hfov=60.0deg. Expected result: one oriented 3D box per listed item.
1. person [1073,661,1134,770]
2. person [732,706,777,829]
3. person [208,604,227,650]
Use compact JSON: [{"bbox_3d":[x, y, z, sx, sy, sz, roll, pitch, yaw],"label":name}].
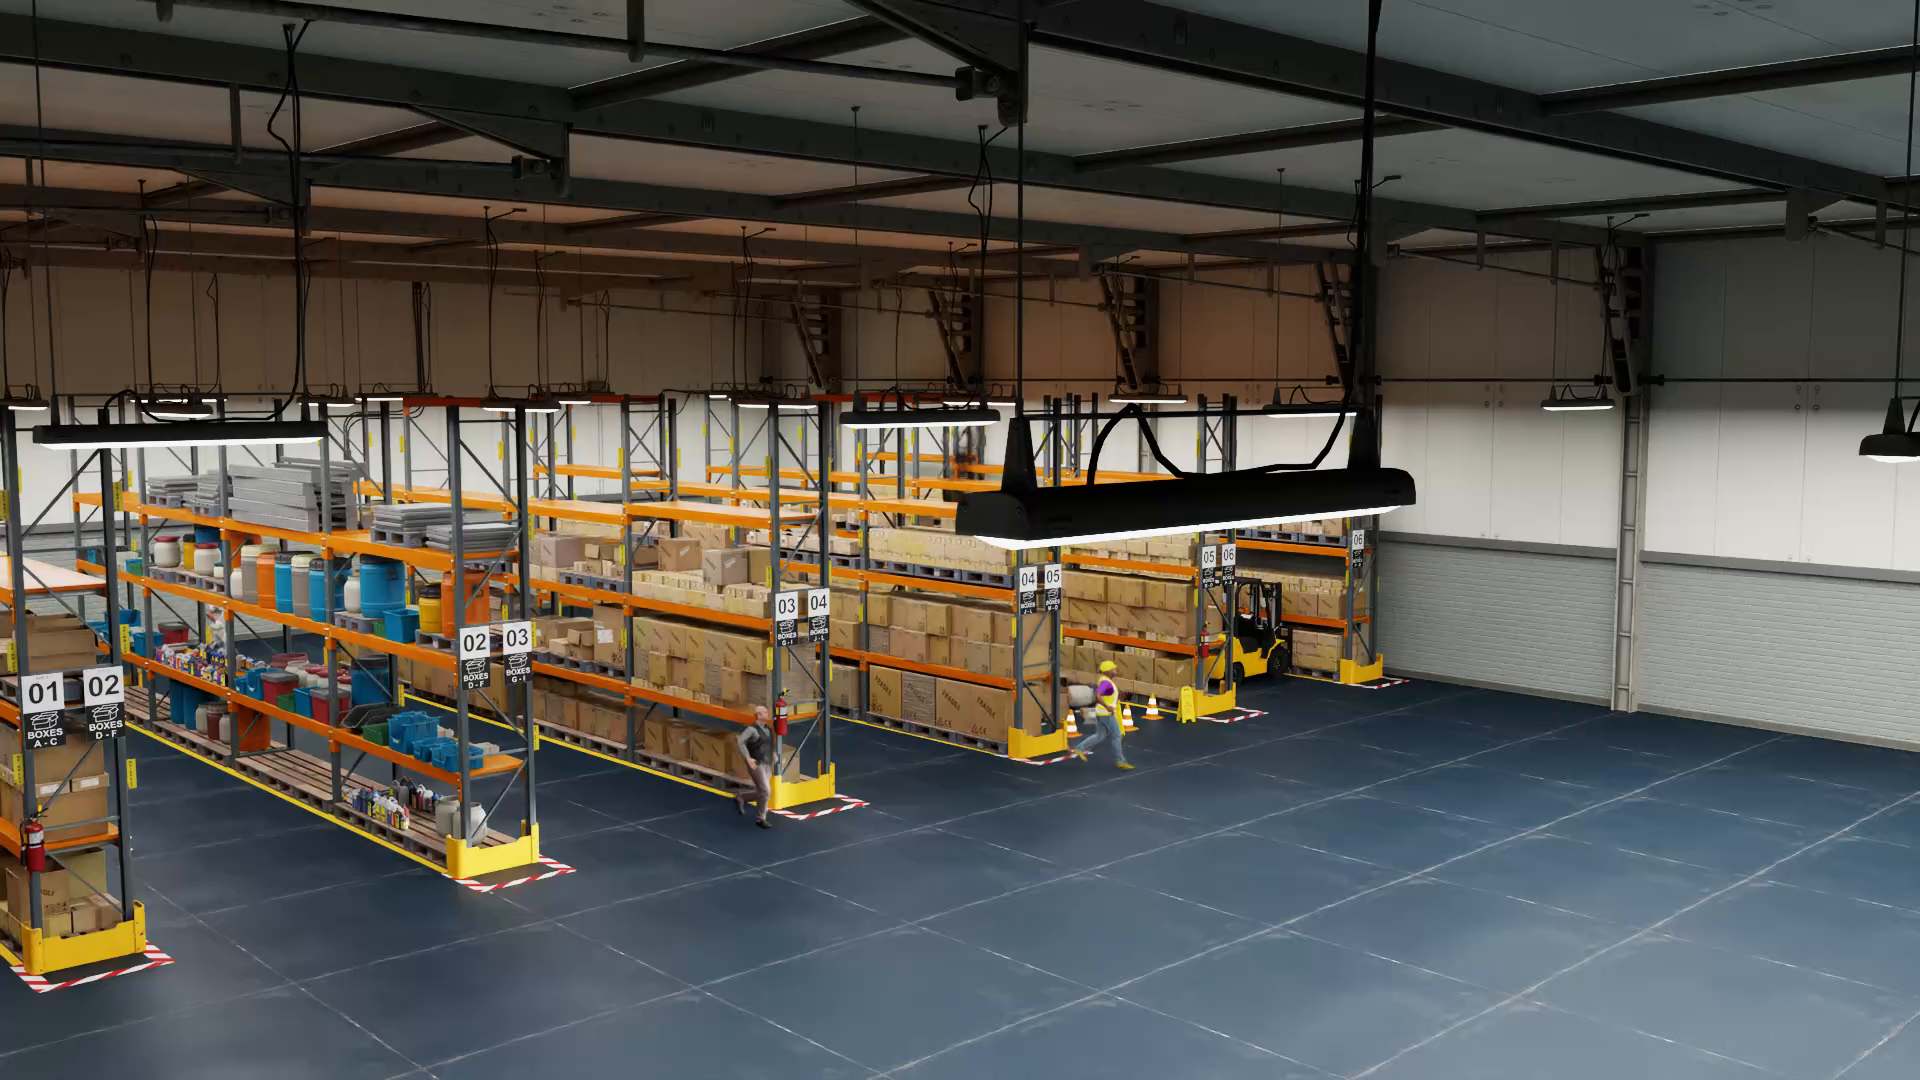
[{"bbox_3d":[2.342,2.835,26.971,0.990,1.769,0.710,0,6,-4],"label":"person"},{"bbox_3d":[-2.898,3.219,23.759,0.756,1.692,0.707,3,6,26],"label":"person"},{"bbox_3d":[-16.068,1.941,36.032,0.983,1.805,0.651,-4,7,-35],"label":"person"}]
